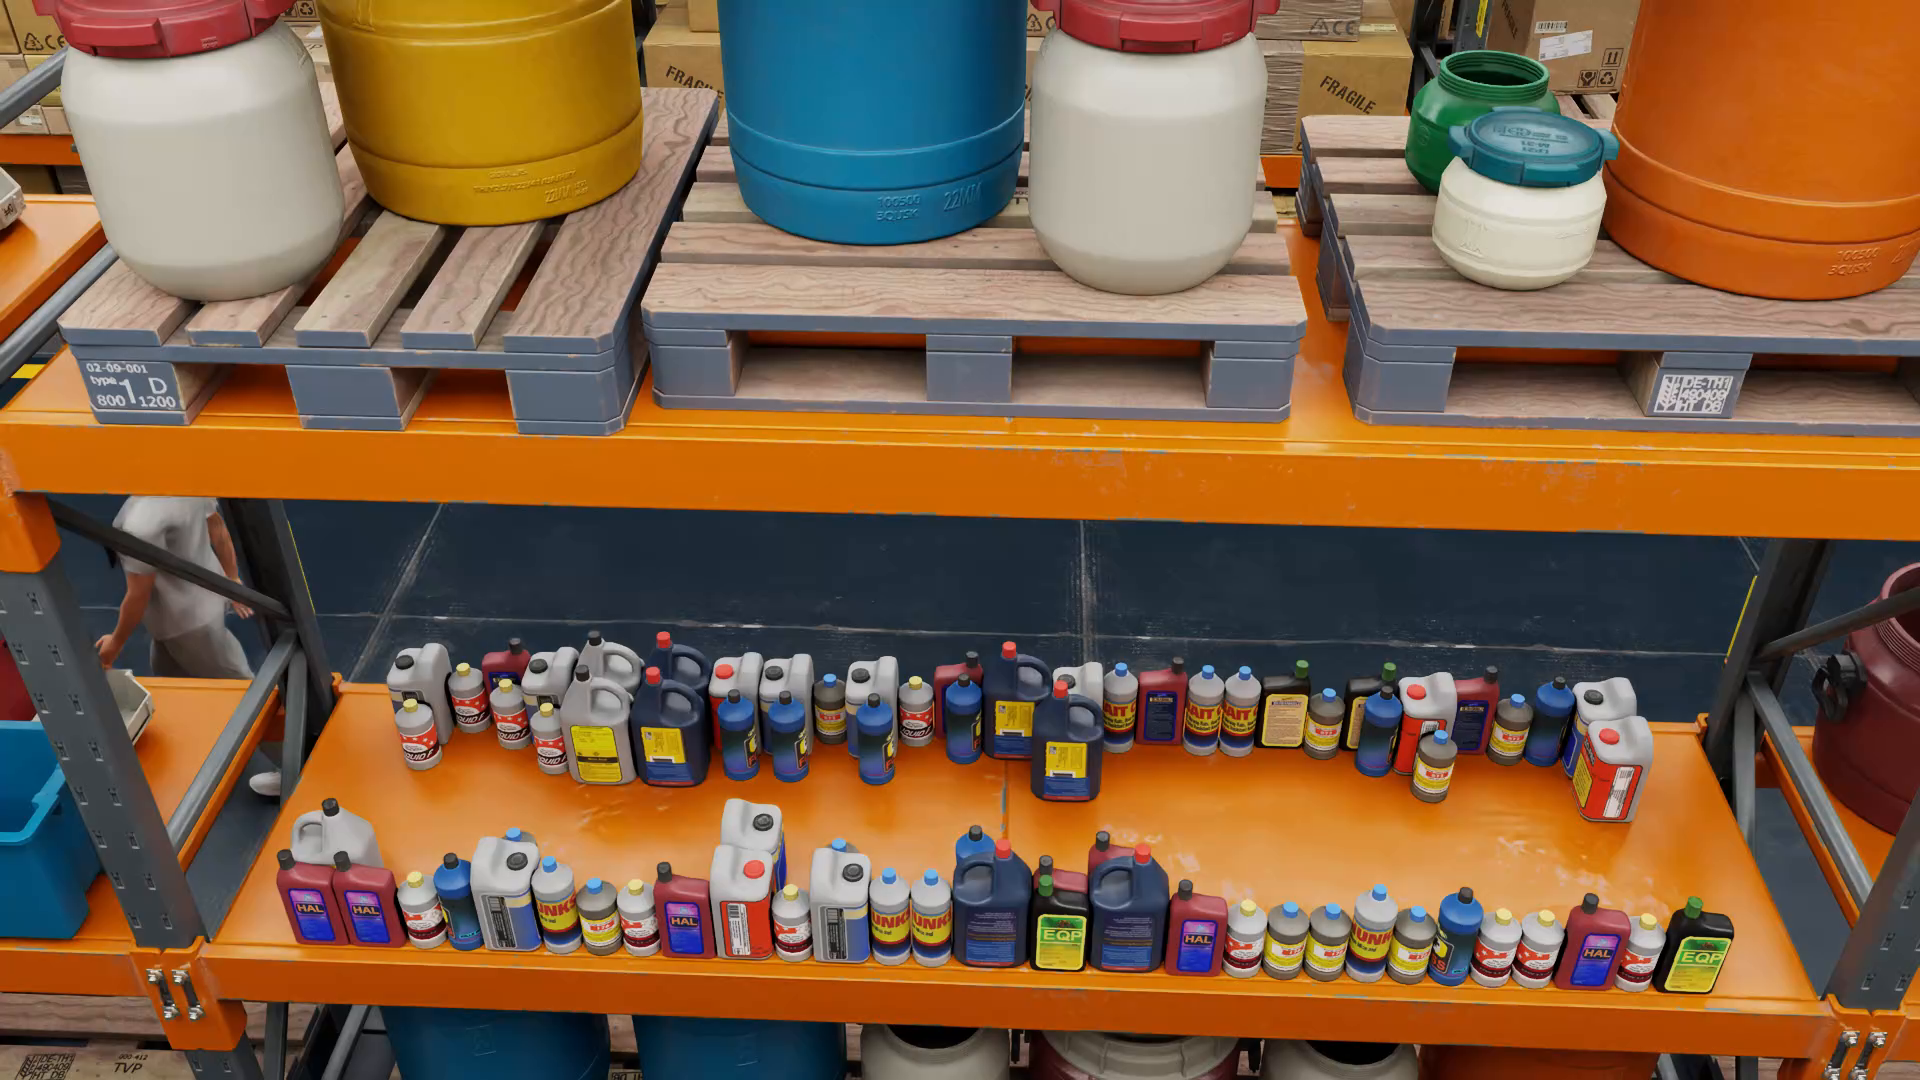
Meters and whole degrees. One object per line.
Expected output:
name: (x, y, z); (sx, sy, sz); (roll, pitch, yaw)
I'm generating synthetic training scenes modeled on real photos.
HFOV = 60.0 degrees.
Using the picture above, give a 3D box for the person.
person: (-2.758, 0.265, 5.775); (0.834, 1.672, 0.464); (-2, 36, -3)
